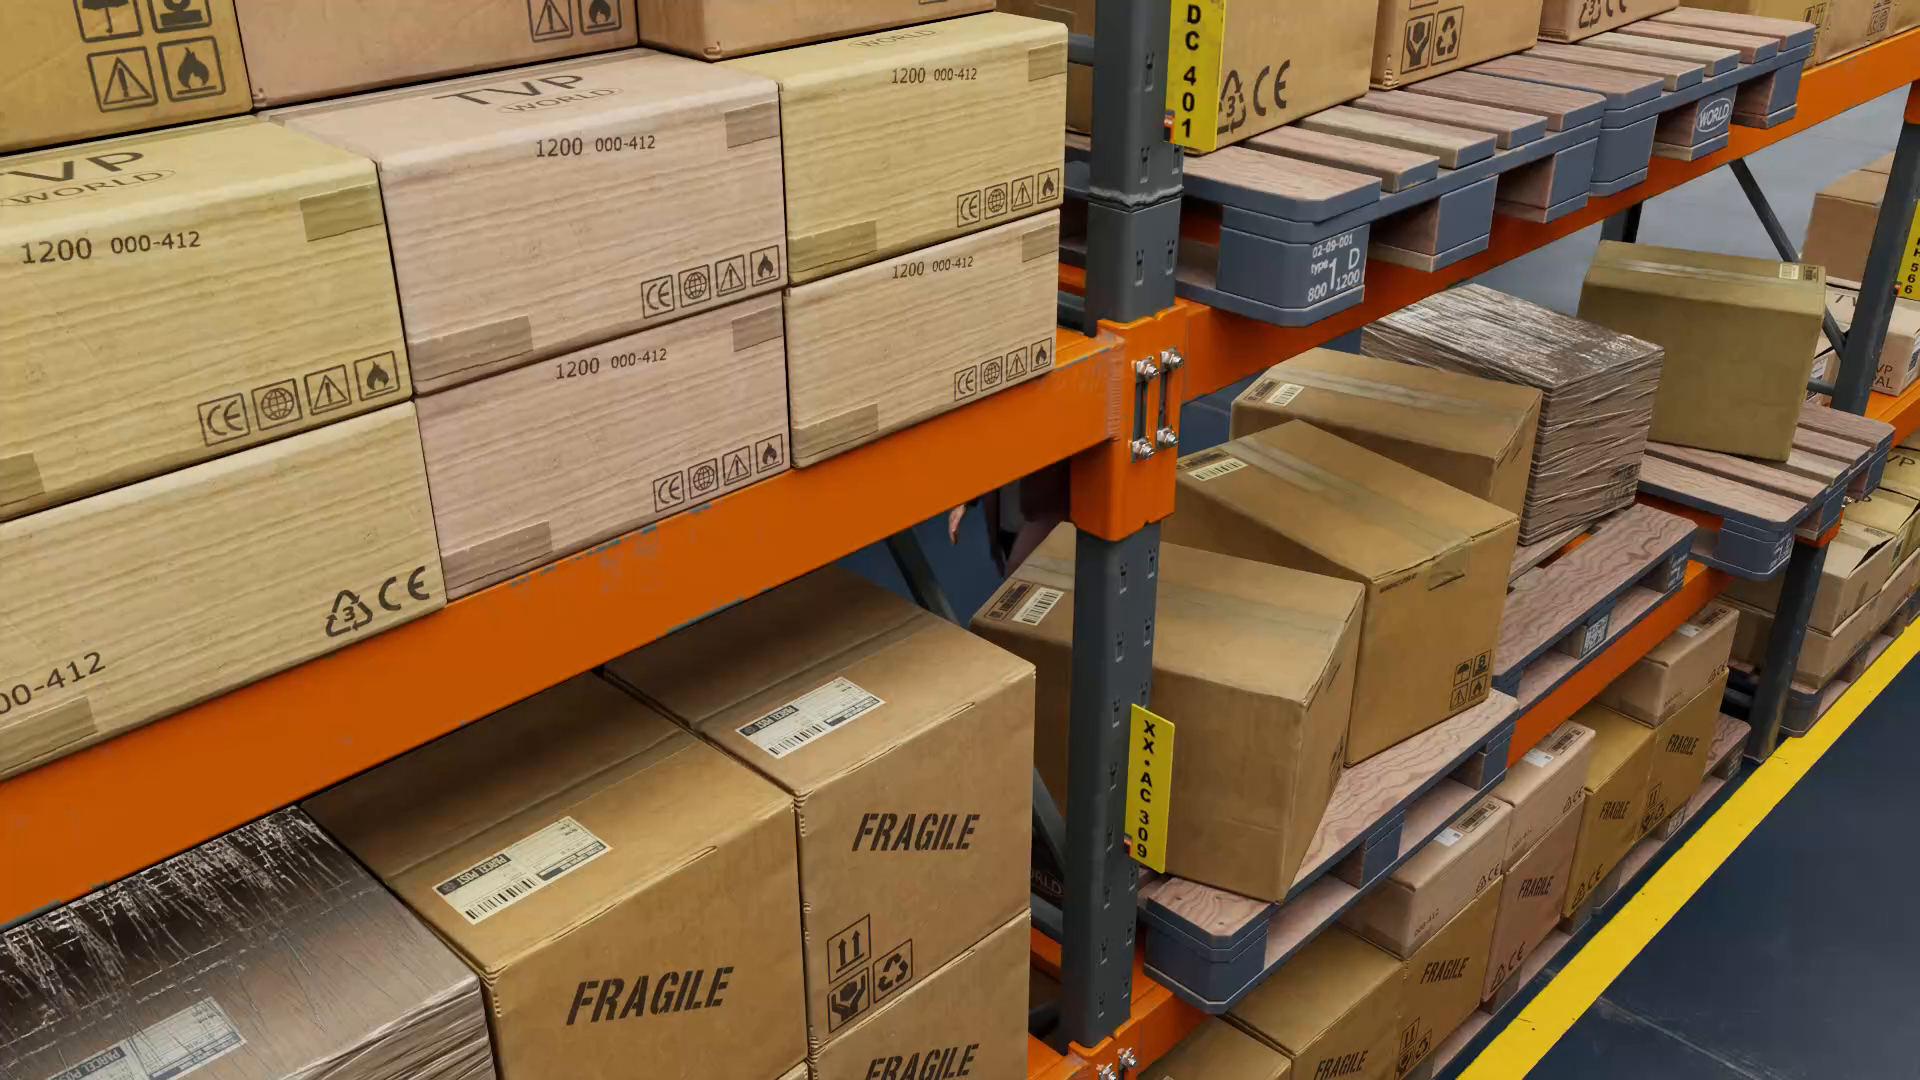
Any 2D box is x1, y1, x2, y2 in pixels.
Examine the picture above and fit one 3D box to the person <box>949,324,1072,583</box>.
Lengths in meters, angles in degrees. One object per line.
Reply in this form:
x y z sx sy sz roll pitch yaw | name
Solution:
0.283 -0.118 6.377 0.607 1.734 1.126 22 35 36 | person
